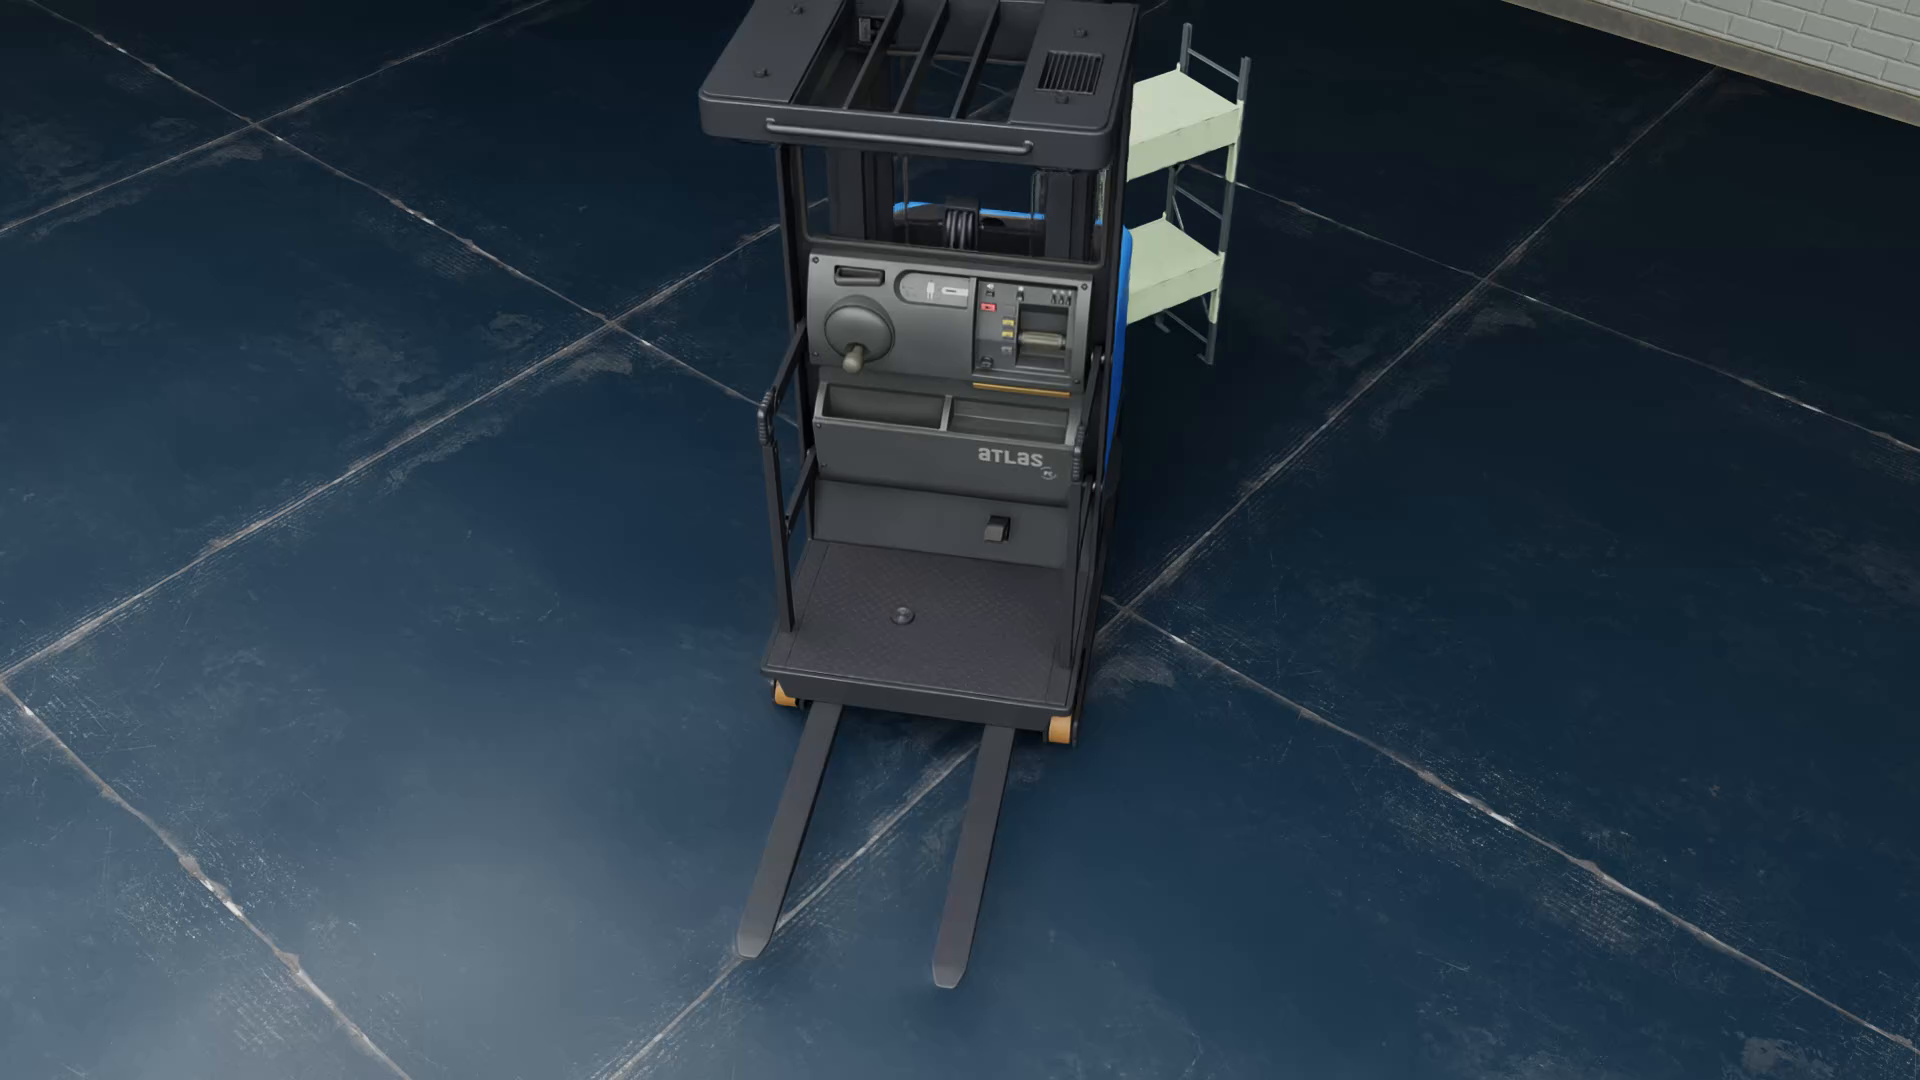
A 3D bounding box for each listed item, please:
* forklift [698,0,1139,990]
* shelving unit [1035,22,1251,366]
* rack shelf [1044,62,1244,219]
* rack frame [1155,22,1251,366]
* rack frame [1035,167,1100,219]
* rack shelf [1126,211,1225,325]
[{"bbox_3d":[-0.076,-0.625,5.259,1.130,2.935,3.031,7,43,8],"label":"forklift"},{"bbox_3d":[0.737,-1.334,7.102,0.755,1.500,0.431,-24,48,-24],"label":"shelving unit"},{"bbox_3d":[0.737,-1.623,6.840,0.720,0.370,0.431,-24,48,-24],"label":"rack shelf"},{"bbox_3d":[1.042,-1.470,7.252,0.023,1.500,0.400,-24,48,-24],"label":"rack frame"},{"bbox_3d":[0.432,-1.198,6.952,0.023,1.500,0.400,-24,48,-24],"label":"rack frame"},{"bbox_3d":[0.737,-1.093,7.321,0.720,0.370,0.431,-24,48,-24],"label":"rack shelf"}]
